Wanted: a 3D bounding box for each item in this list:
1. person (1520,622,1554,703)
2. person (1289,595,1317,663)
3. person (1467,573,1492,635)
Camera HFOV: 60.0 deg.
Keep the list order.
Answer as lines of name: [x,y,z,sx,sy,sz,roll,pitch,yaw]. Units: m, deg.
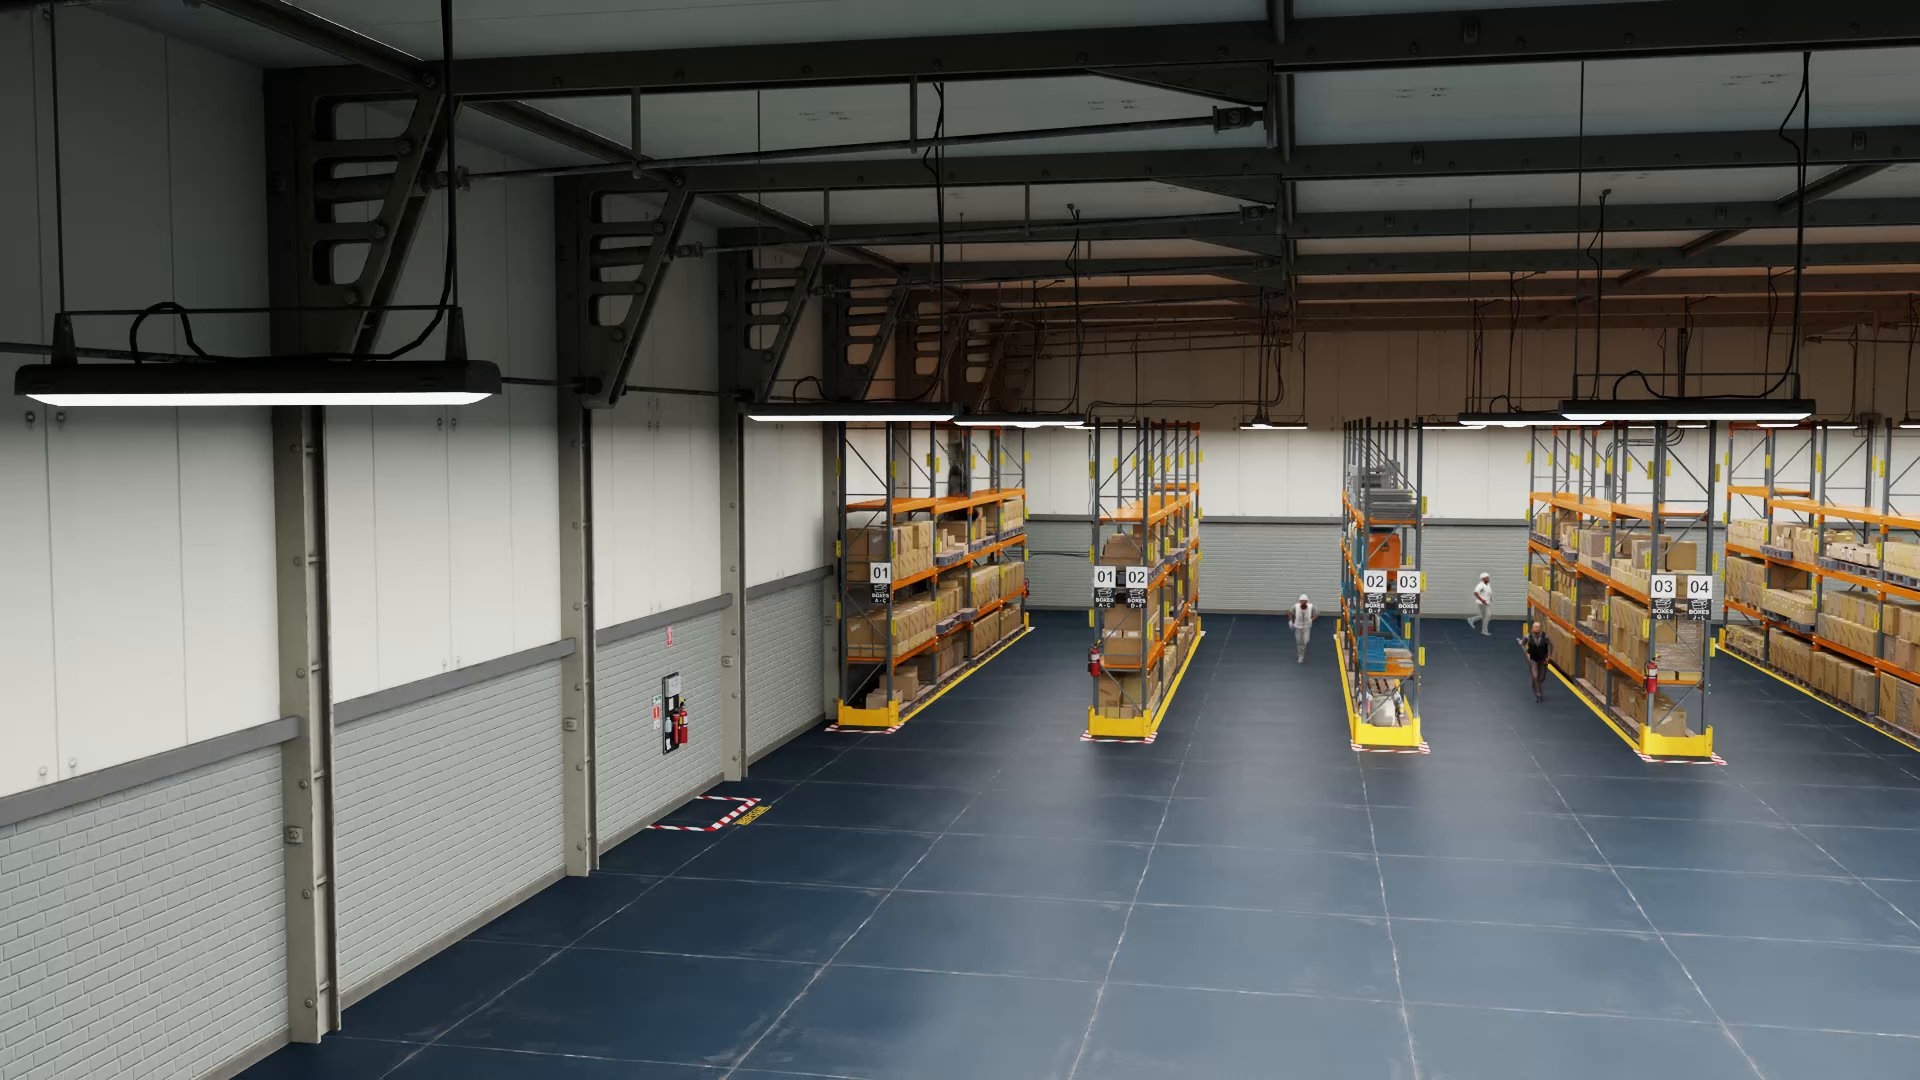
person: [12.343,2.594,35.609,0.665,1.711,0.912,1,4,9]
person: [8.536,2.200,41.416,0.675,1.705,0.759,0,4,6]
person: [14.767,1.801,47.180,0.730,1.766,0.704,3,5,37]
